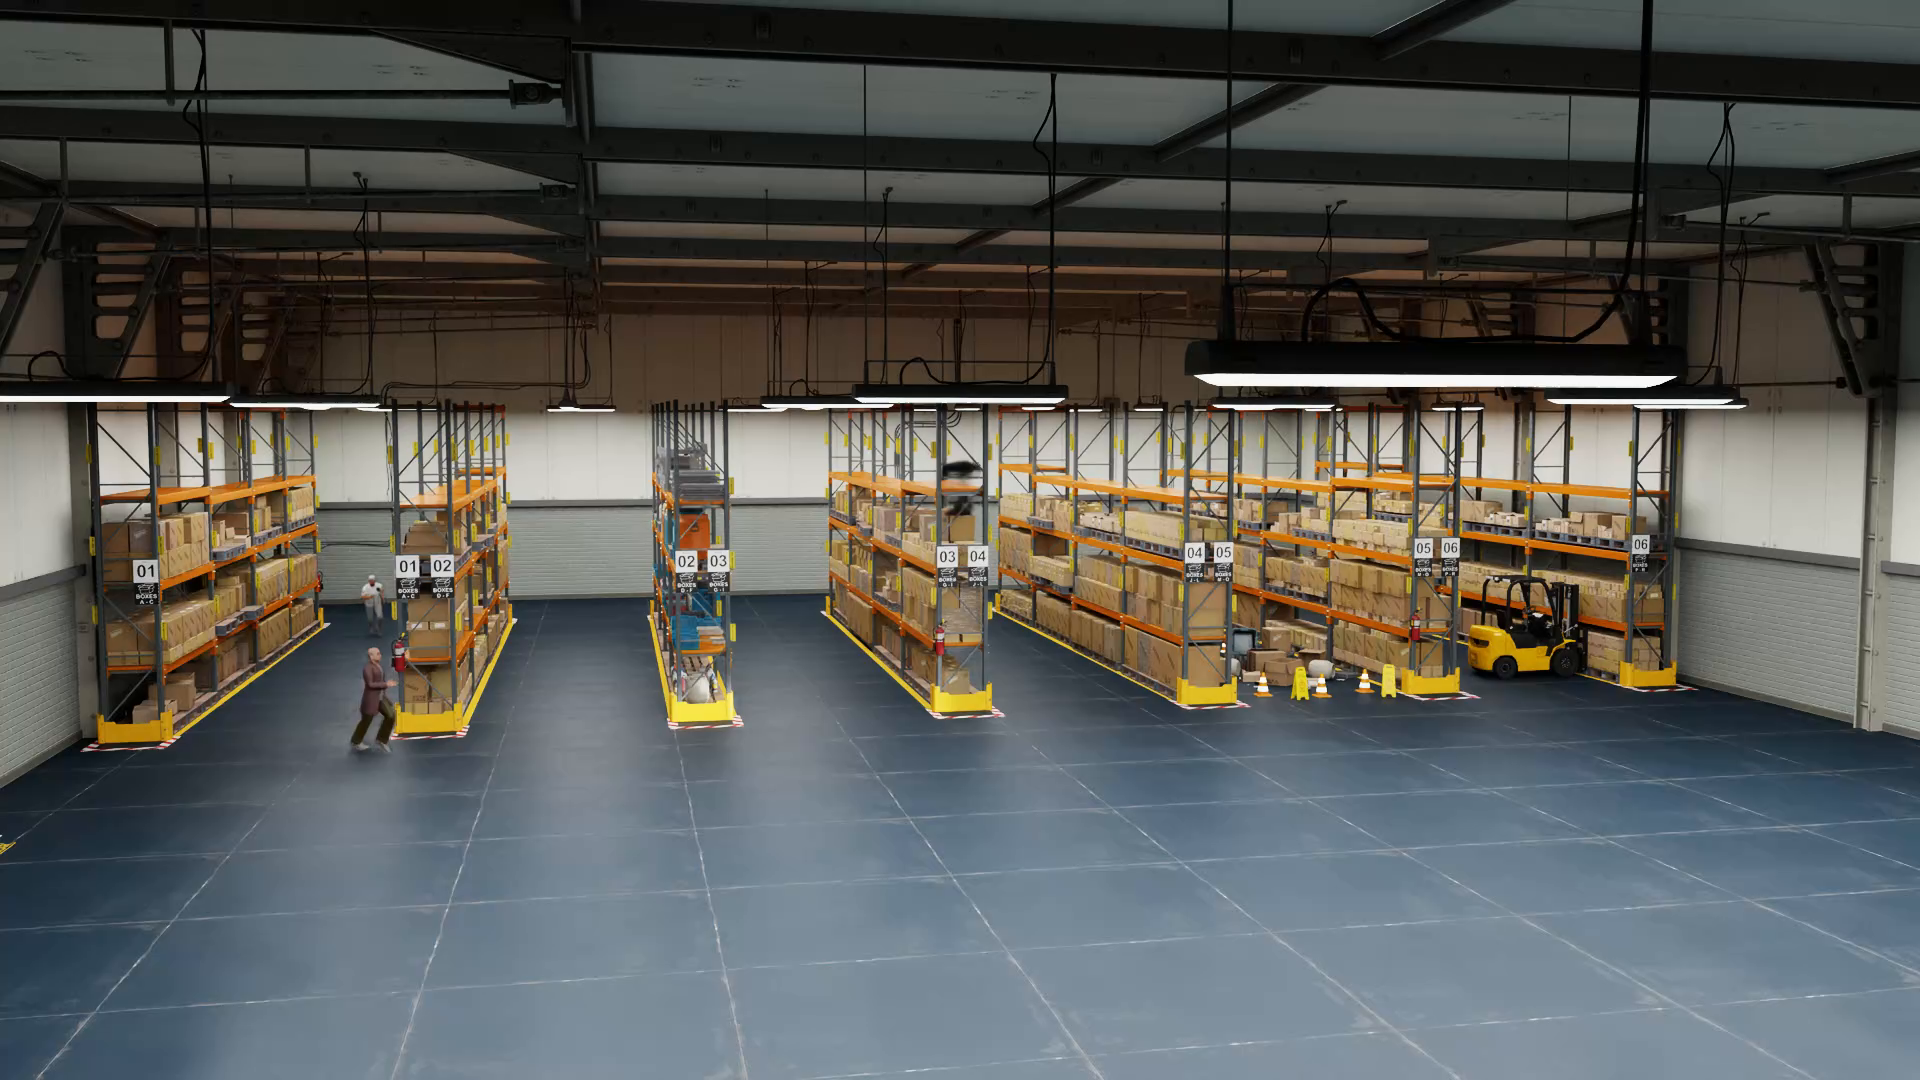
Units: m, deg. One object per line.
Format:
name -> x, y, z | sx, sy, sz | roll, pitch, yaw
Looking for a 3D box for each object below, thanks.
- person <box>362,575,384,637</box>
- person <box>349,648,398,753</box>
person -> -15.126, 1.694, 42.864 | 0.552, 1.616, 0.905 | -2, 5, -22
person -> -9.898, 2.726, 28.087 | 0.910, 1.836, 0.659 | 1, 4, 11
